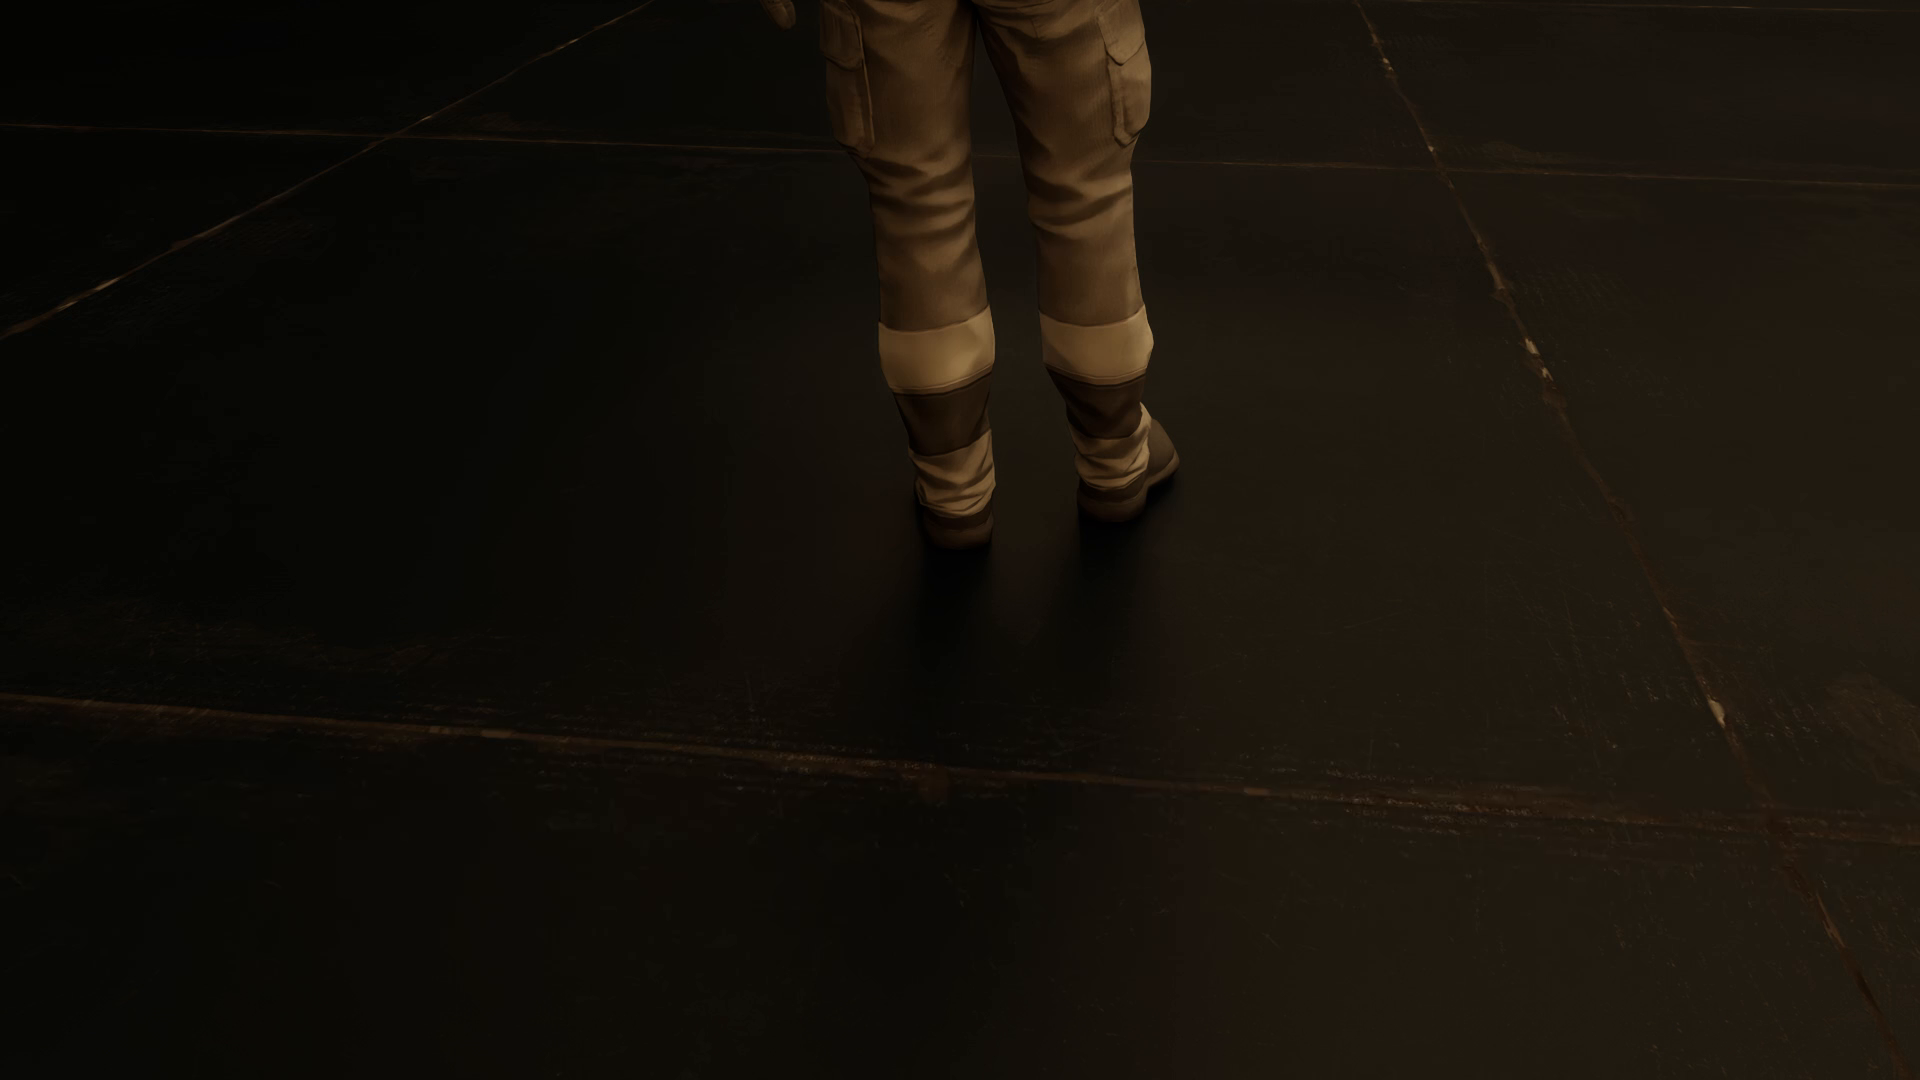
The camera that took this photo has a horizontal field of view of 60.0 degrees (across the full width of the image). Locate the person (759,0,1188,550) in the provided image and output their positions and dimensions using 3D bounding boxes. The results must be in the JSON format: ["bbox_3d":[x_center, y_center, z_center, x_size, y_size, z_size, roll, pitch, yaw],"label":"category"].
[{"bbox_3d":[0.023,-0.842,2.167,0.637,1.787,0.564,3,27,7],"label":"person"}]
